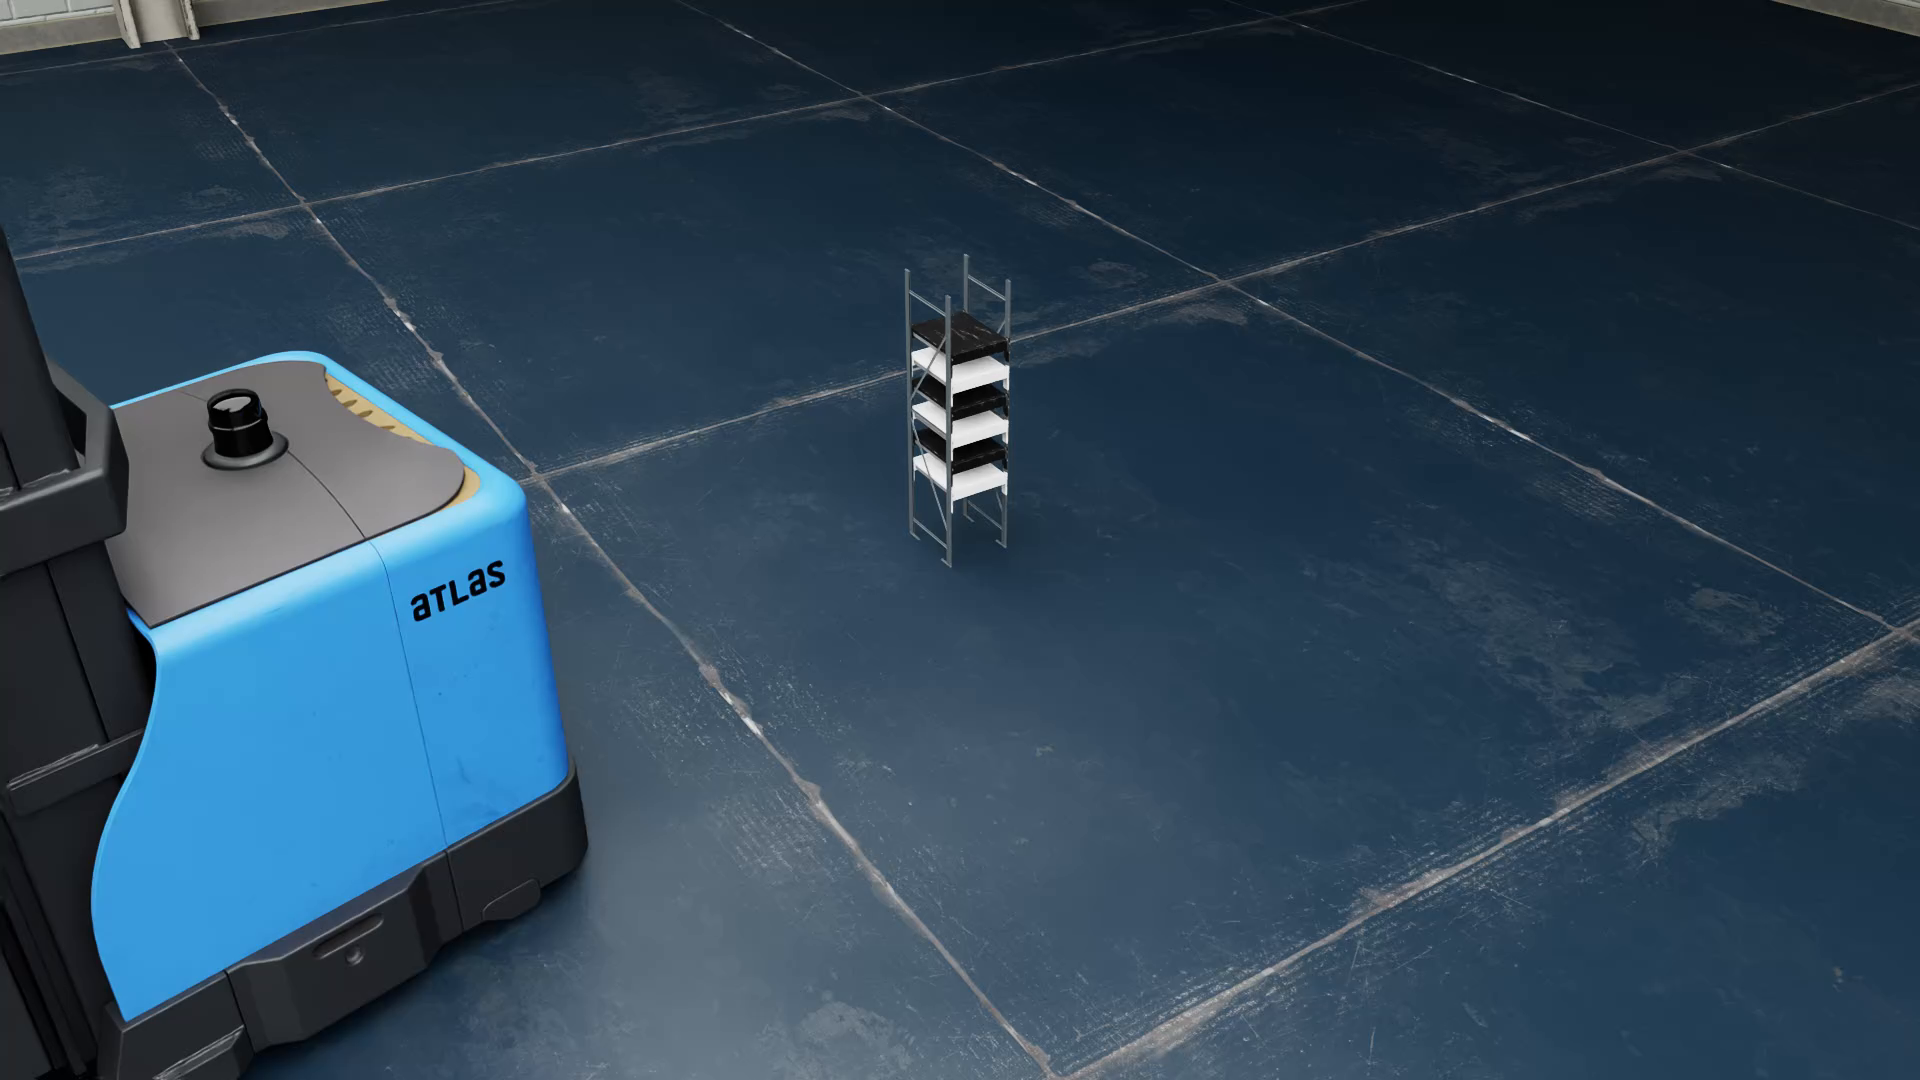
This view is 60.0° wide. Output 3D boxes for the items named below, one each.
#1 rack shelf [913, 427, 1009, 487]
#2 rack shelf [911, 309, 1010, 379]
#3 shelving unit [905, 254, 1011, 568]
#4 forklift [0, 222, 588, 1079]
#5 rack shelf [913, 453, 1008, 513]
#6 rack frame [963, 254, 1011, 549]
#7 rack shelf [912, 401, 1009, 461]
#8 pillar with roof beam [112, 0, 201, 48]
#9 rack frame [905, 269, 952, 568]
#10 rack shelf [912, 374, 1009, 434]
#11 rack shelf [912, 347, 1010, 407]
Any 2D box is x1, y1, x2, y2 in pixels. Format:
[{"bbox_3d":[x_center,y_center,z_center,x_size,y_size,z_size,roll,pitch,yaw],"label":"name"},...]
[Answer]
[{"bbox_3d":[-0.007,-0.274,5.072,0.200,0.077,0.258,-19,37,-27],"label":"rack shelf"},{"bbox_3d":[-0.007,-0.578,4.880,0.200,0.077,0.258,-19,37,-27],"label":"rack shelf"},{"bbox_3d":[-0.007,-0.378,5.006,0.210,0.900,0.258,-19,37,-27],"label":"shelving unit"},{"bbox_3d":[-2.285,-0.072,2.617,3.031,2.935,1.130,-28,42,-37],"label":"forklift"},{"bbox_3d":[-0.007,-0.198,5.120,0.200,0.077,0.258,-19,37,-27],"label":"rack shelf"},{"bbox_3d":[0.079,-0.408,5.053,0.006,0.900,0.240,-19,37,-27],"label":"rack frame"},{"bbox_3d":[-0.007,-0.350,5.024,0.200,0.077,0.258,-19,37,-27],"label":"rack shelf"},{"bbox_3d":[-2.510,-4.921,4.617,0.400,9.000,9.100,-19,37,-27],"label":"pillar with roof beam"},{"bbox_3d":[-0.092,-0.349,4.960,0.006,0.900,0.240,-19,37,-27],"label":"rack frame"},{"bbox_3d":[-0.007,-0.426,4.976,0.200,0.077,0.258,-19,37,-27],"label":"rack shelf"},{"bbox_3d":[-0.007,-0.502,4.928,0.200,0.077,0.258,-19,37,-27],"label":"rack shelf"}]
